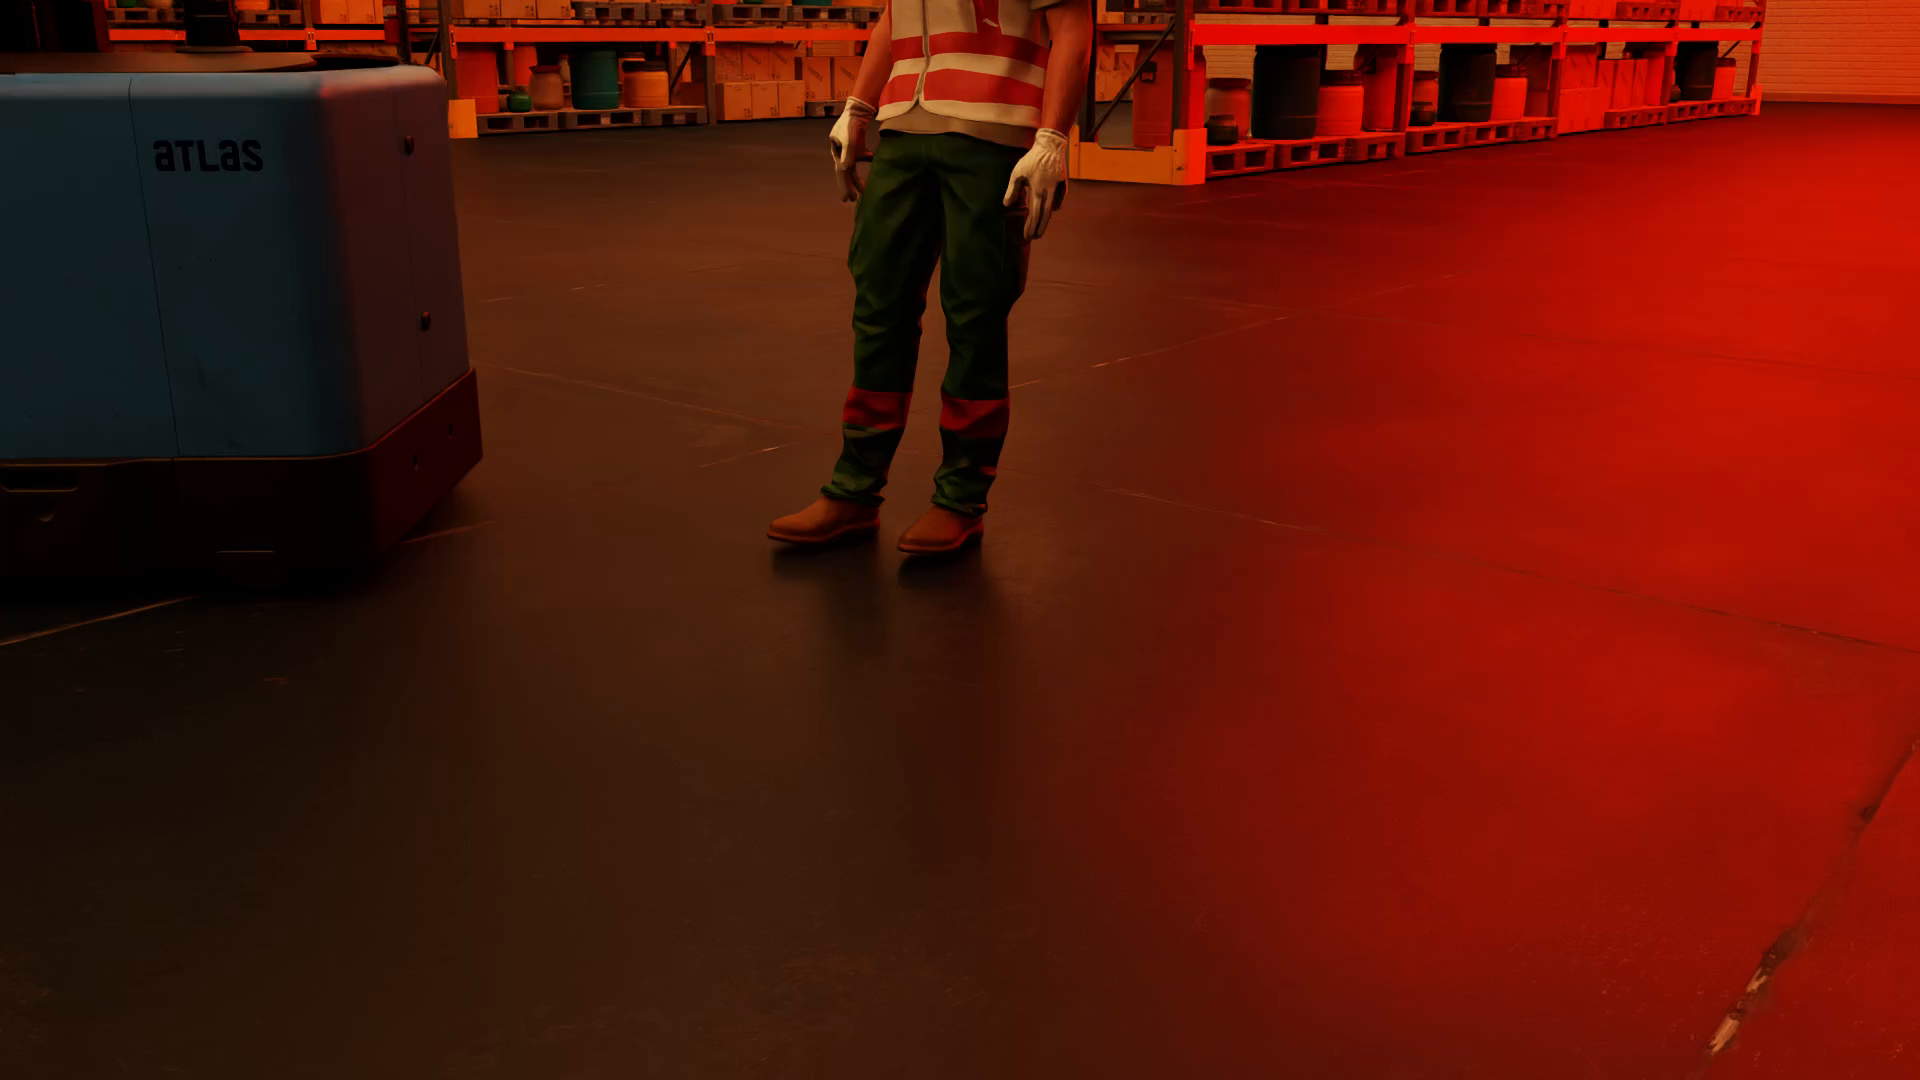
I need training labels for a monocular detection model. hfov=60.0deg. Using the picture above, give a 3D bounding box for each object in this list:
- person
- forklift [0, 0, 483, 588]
[{"bbox_3d":[-0.060,-0.847,3.628,0.638,1.787,0.564,13,21,37],"label":"person"},{"bbox_3d":[-2.768,-1.414,3.555,3.031,2.935,1.130,0,17,-1],"label":"forklift"}]
